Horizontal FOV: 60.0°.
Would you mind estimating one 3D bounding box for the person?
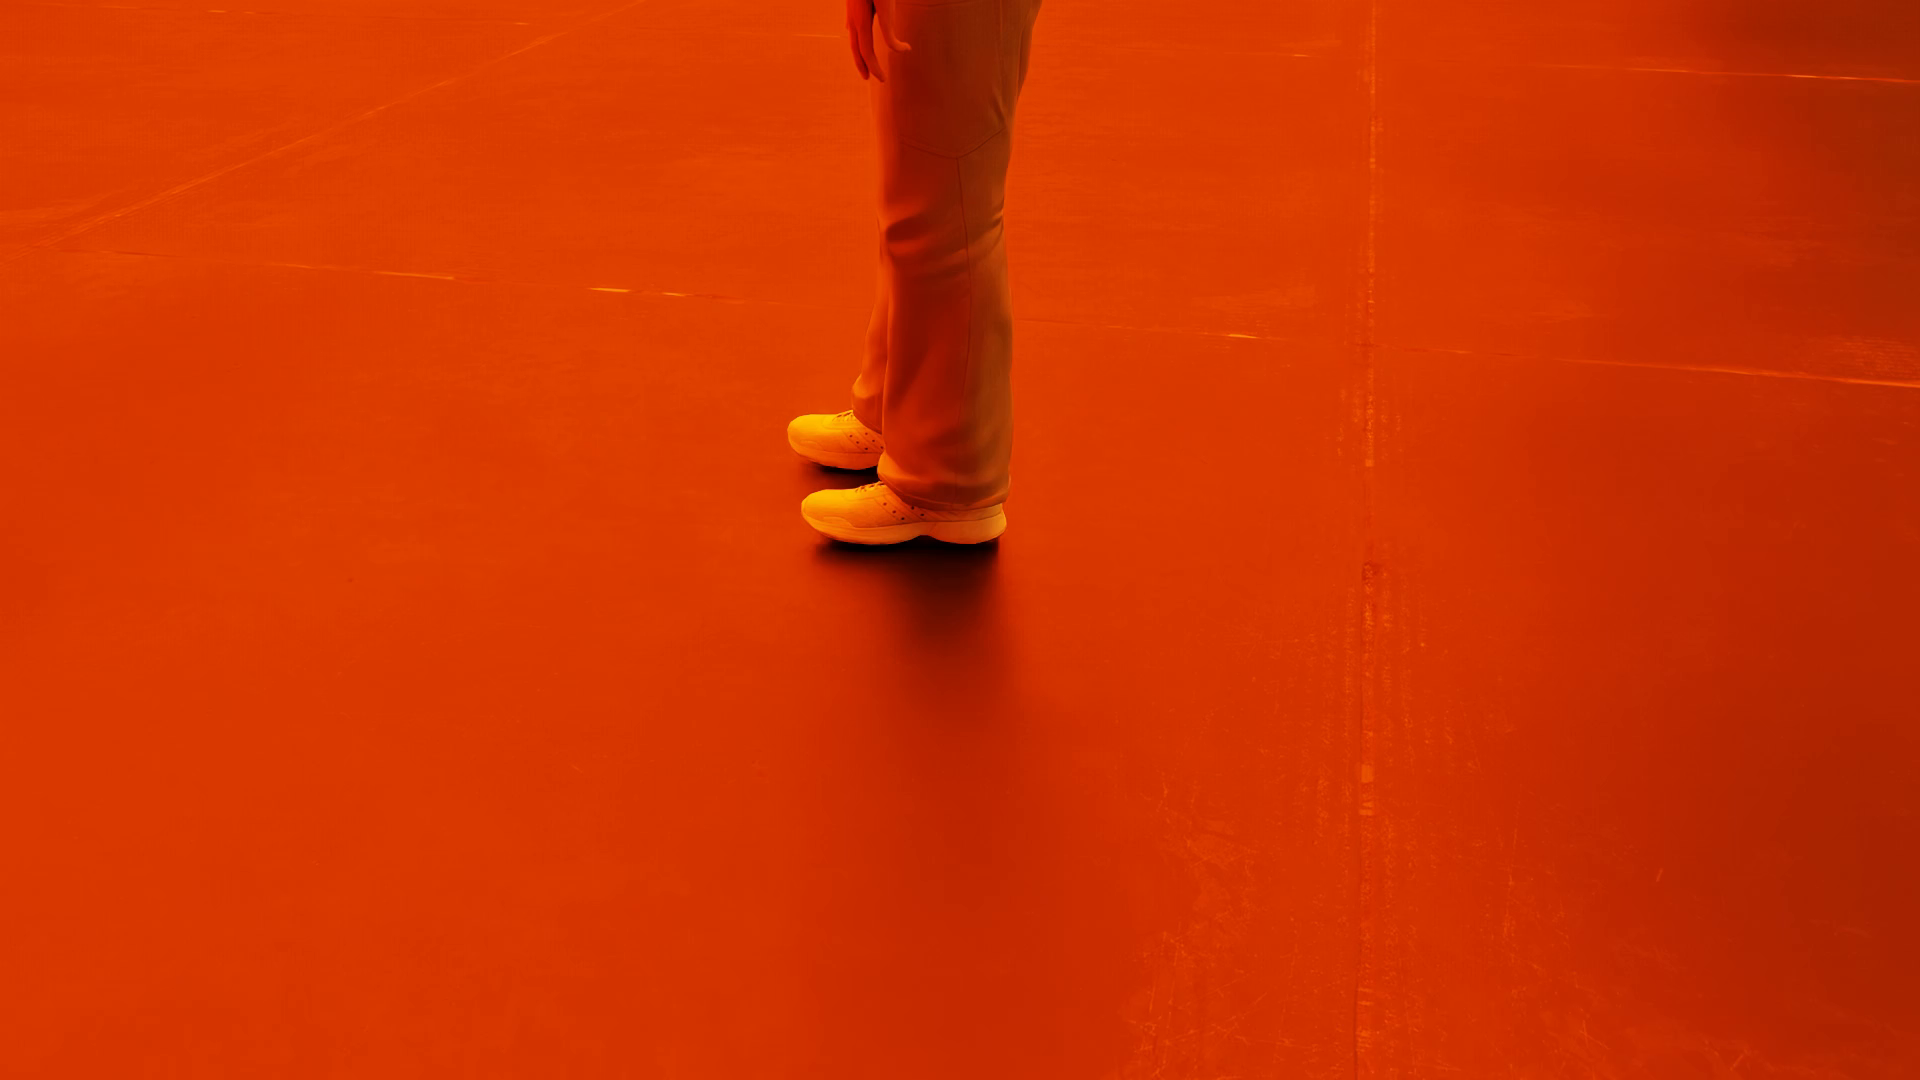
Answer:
[{"bbox_3d":[-0.069,-0.768,2.146,0.548,1.673,0.549,6,27,11],"label":"person"}]
